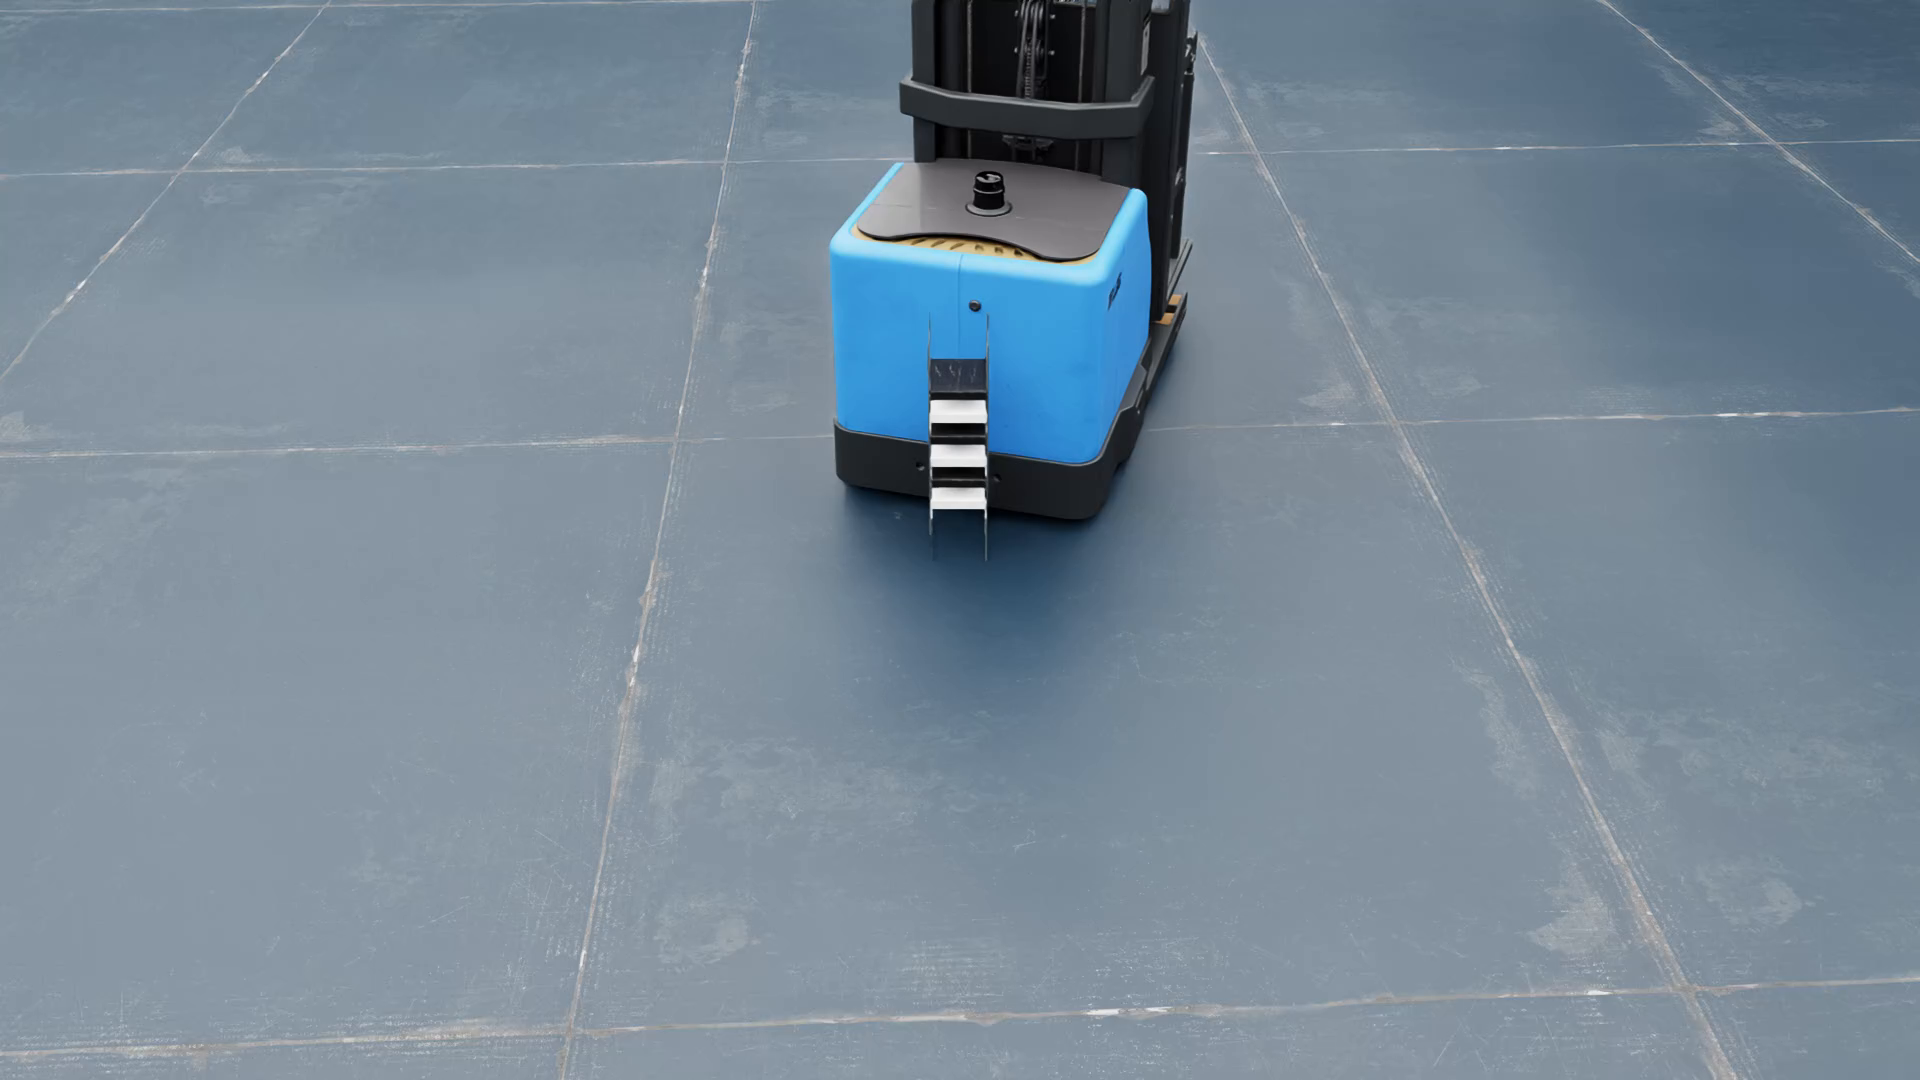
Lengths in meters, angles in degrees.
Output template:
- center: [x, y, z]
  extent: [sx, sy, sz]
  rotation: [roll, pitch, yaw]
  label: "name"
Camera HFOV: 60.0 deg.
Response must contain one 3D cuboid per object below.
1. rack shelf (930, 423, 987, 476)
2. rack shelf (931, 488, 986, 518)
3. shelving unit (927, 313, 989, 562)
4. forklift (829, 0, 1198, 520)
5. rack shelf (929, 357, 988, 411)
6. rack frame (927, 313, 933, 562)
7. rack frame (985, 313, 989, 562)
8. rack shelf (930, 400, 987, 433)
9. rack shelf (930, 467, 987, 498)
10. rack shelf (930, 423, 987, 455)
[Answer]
- center: [-0.005, -0.328, 5.992]
  extent: [0.200, 0.077, 0.258]
  rotation: [0, 35, 0]
  label: "rack shelf"
- center: [-0.005, -0.180, 6.094]
  extent: [0.200, 0.077, 0.258]
  rotation: [0, 35, 0]
  label: "rack shelf"
- center: [-0.005, -0.356, 5.973]
  extent: [0.210, 0.900, 0.258]
  rotation: [0, 35, 0]
  label: "shelving unit"
- center: [0.416, -2.117, 6.734]
  extent: [1.130, 2.935, 3.031]
  rotation: [9, 36, 13]
  label: "forklift"
- center: [-0.005, -0.550, 5.838]
  extent: [0.200, 0.077, 0.258]
  rotation: [0, 35, 0]
  label: "rack shelf"
- center: [-0.107, -0.356, 5.973]
  extent: [0.006, 0.900, 0.240]
  rotation: [0, 35, 0]
  label: "rack frame"
- center: [0.097, -0.355, 5.973]
  extent: [0.006, 0.900, 0.240]
  rotation: [0, 35, 0]
  label: "rack frame"
- center: [-0.005, -0.476, 5.890]
  extent: [0.200, 0.077, 0.258]
  rotation: [0, 35, 0]
  label: "rack shelf"
- center: [-0.005, -0.254, 6.043]
  extent: [0.200, 0.077, 0.258]
  rotation: [0, 35, 0]
  label: "rack shelf"
- center: [-0.005, -0.402, 5.941]
  extent: [0.200, 0.077, 0.258]
  rotation: [0, 35, 0]
  label: "rack shelf"
